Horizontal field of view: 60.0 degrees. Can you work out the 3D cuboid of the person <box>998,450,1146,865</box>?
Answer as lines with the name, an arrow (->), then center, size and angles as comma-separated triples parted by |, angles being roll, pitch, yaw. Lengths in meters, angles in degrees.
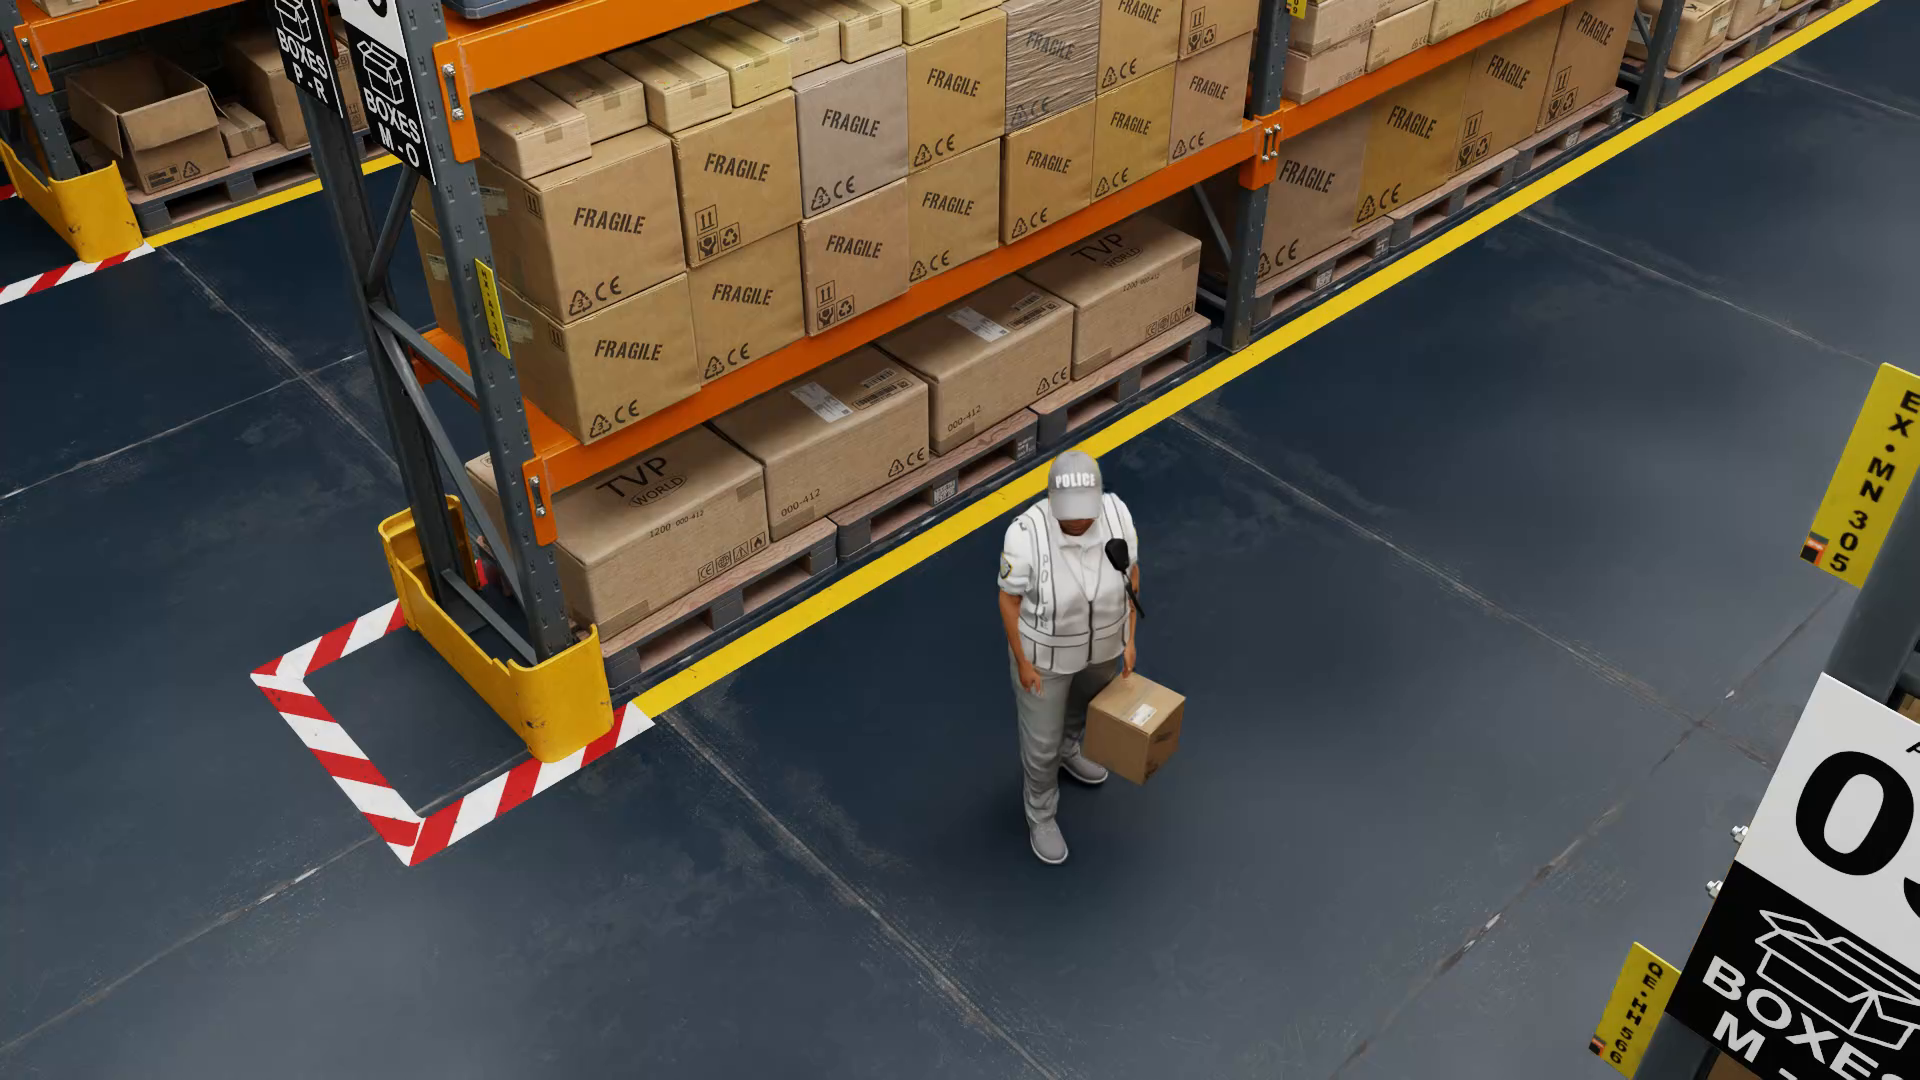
person -> 0.375, 0.353, 5.735 | 0.502, 1.657, 0.556 | -15, 42, -17
